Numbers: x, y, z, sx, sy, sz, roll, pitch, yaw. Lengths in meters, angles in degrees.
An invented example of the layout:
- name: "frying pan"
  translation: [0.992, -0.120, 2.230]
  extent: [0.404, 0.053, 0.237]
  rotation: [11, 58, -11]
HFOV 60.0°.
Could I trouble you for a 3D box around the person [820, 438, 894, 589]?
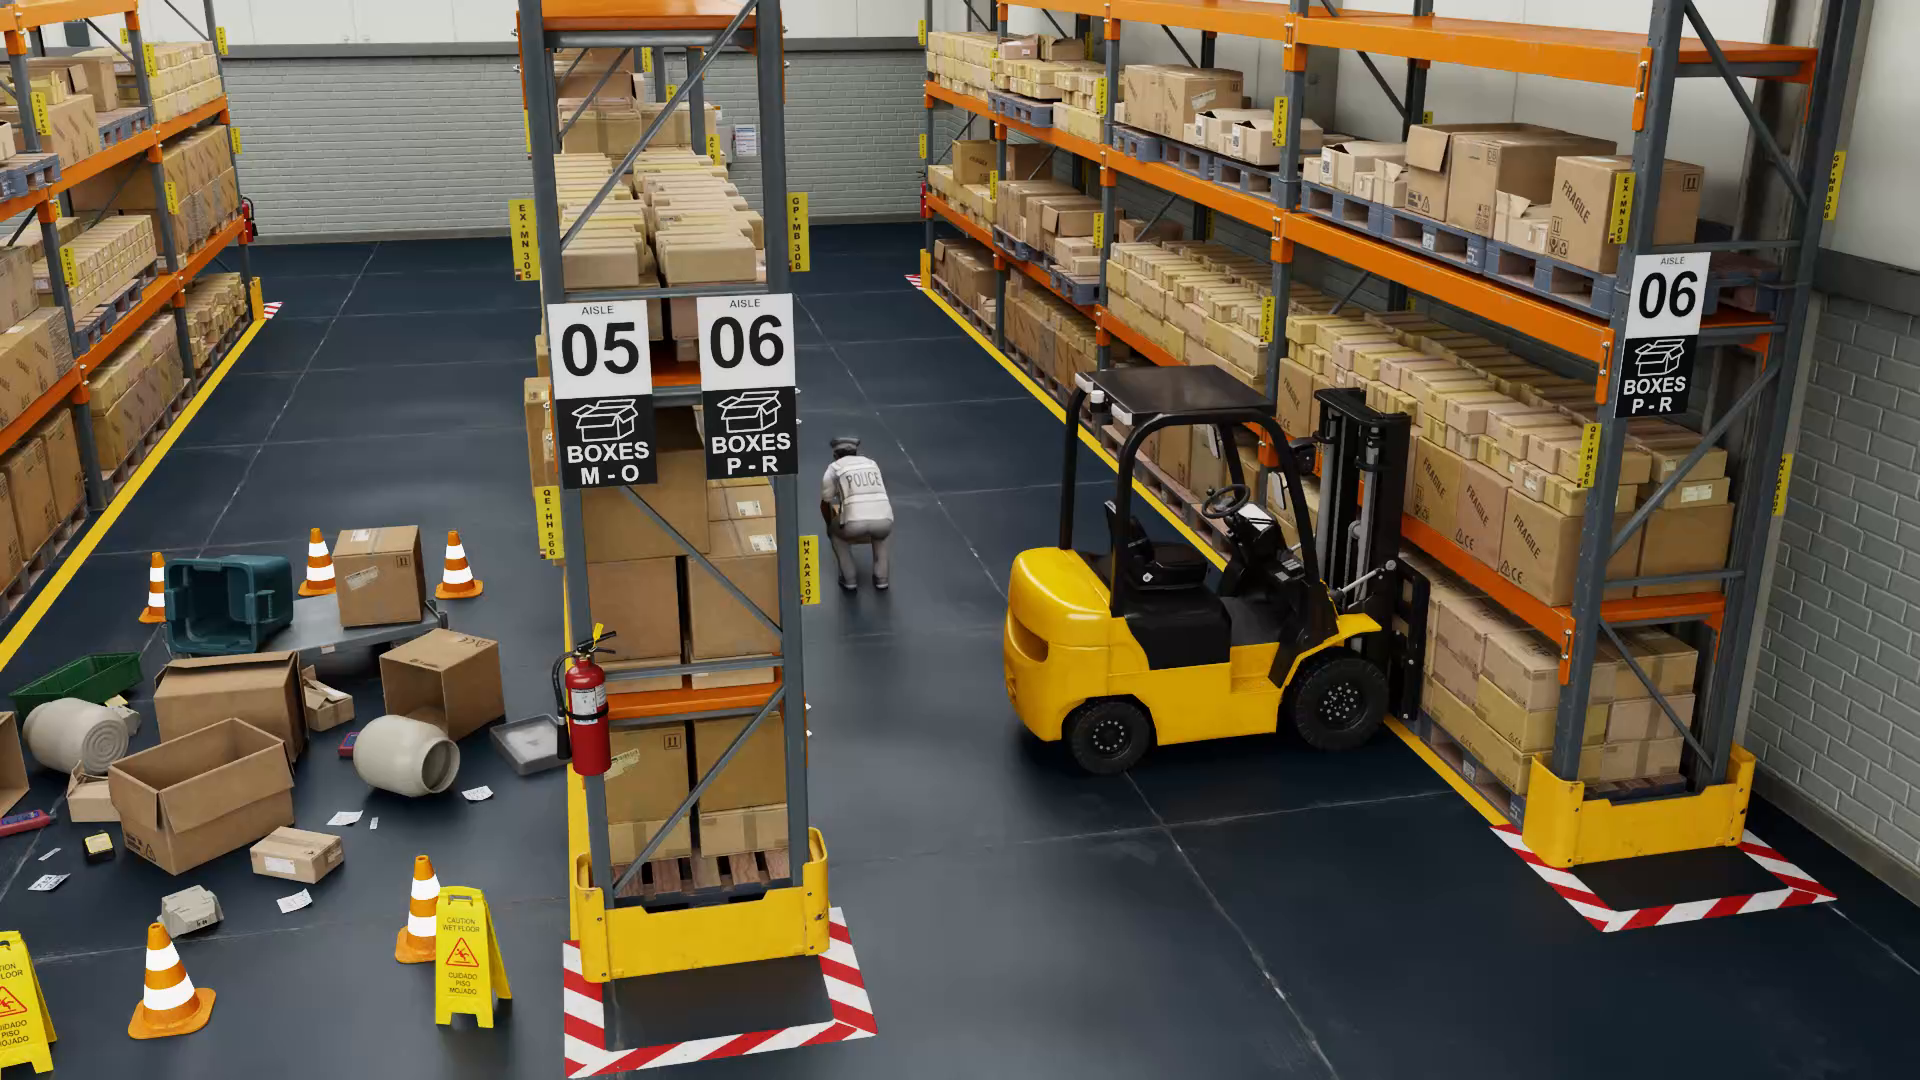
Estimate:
- name: "person"
  translation: [-0.779, -0.196, 12.494]
  extent: [0.493, 1.076, 0.826]
  rotation: [-5, 20, -13]
